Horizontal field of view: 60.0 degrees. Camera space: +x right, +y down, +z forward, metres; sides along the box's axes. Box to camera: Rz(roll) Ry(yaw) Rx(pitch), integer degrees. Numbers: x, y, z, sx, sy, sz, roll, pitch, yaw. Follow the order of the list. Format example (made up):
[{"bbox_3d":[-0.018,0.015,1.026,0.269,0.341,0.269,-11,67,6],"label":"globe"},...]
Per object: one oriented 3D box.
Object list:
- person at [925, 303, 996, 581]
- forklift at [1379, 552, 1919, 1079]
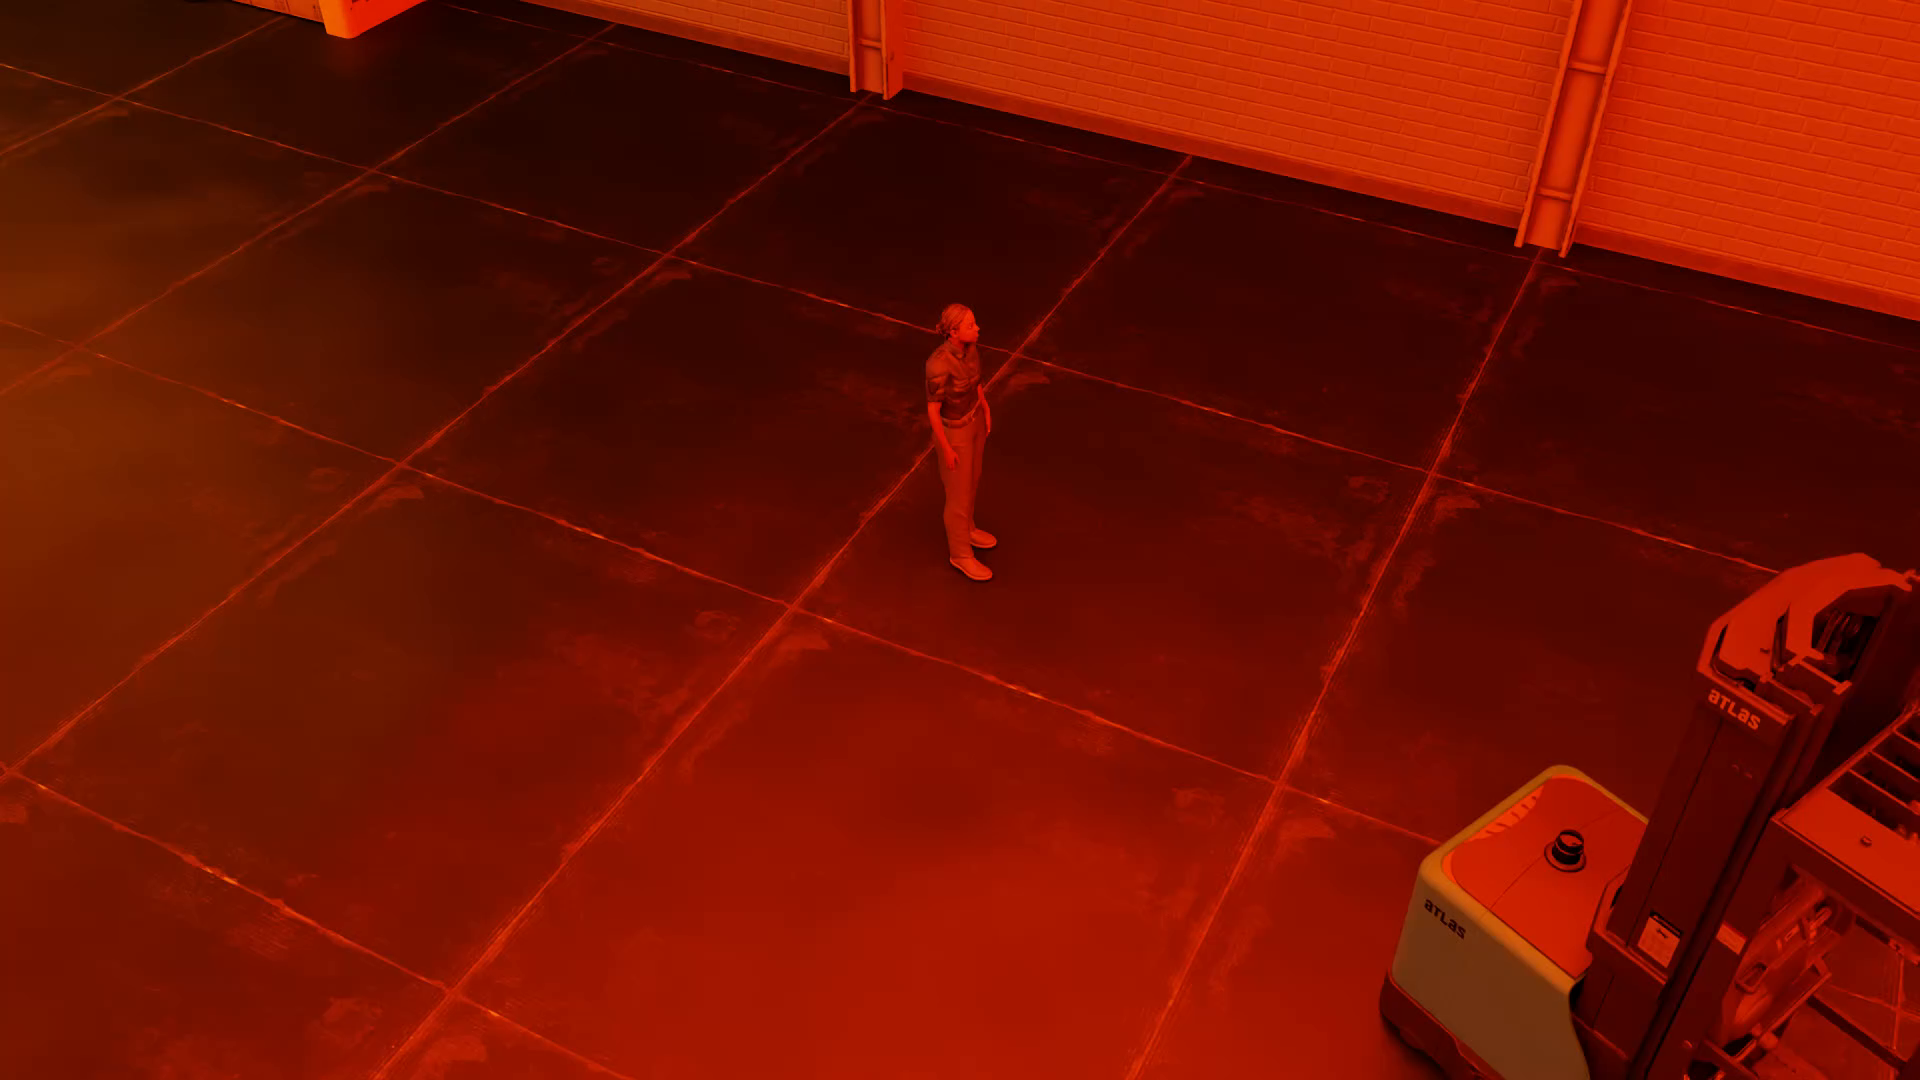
[{"bbox_3d":[0.068,-0.601,9.680,0.504,1.654,0.569,18,43,21],"label":"person"},{"bbox_3d":[3.217,1.621,6.062,1.130,2.935,3.031,-26,47,-28],"label":"forklift"}]
